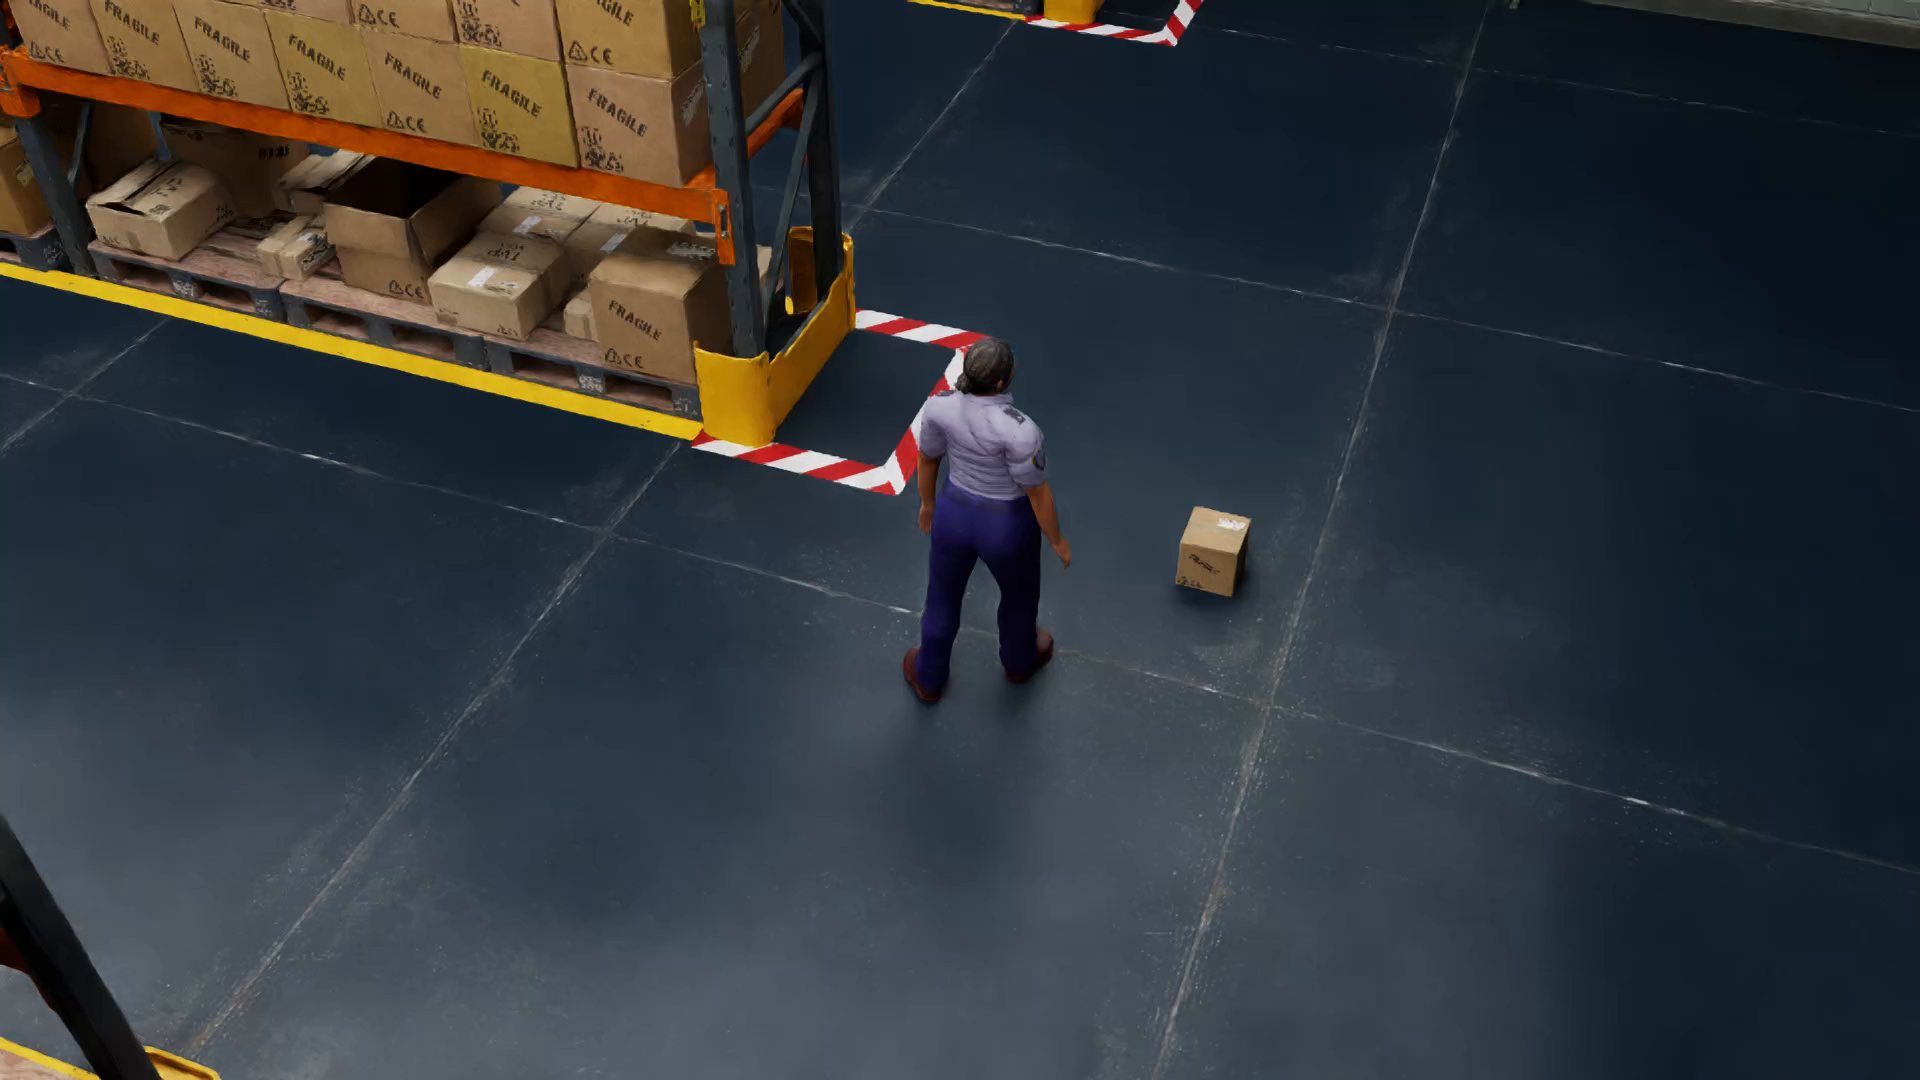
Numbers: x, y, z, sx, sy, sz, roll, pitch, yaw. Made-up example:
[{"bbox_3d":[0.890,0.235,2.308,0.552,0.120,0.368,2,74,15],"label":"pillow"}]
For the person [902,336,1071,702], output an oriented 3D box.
[{"bbox_3d":[0.113,-0.078,6.236,0.664,1.638,0.566,18,45,19],"label":"person"}]
